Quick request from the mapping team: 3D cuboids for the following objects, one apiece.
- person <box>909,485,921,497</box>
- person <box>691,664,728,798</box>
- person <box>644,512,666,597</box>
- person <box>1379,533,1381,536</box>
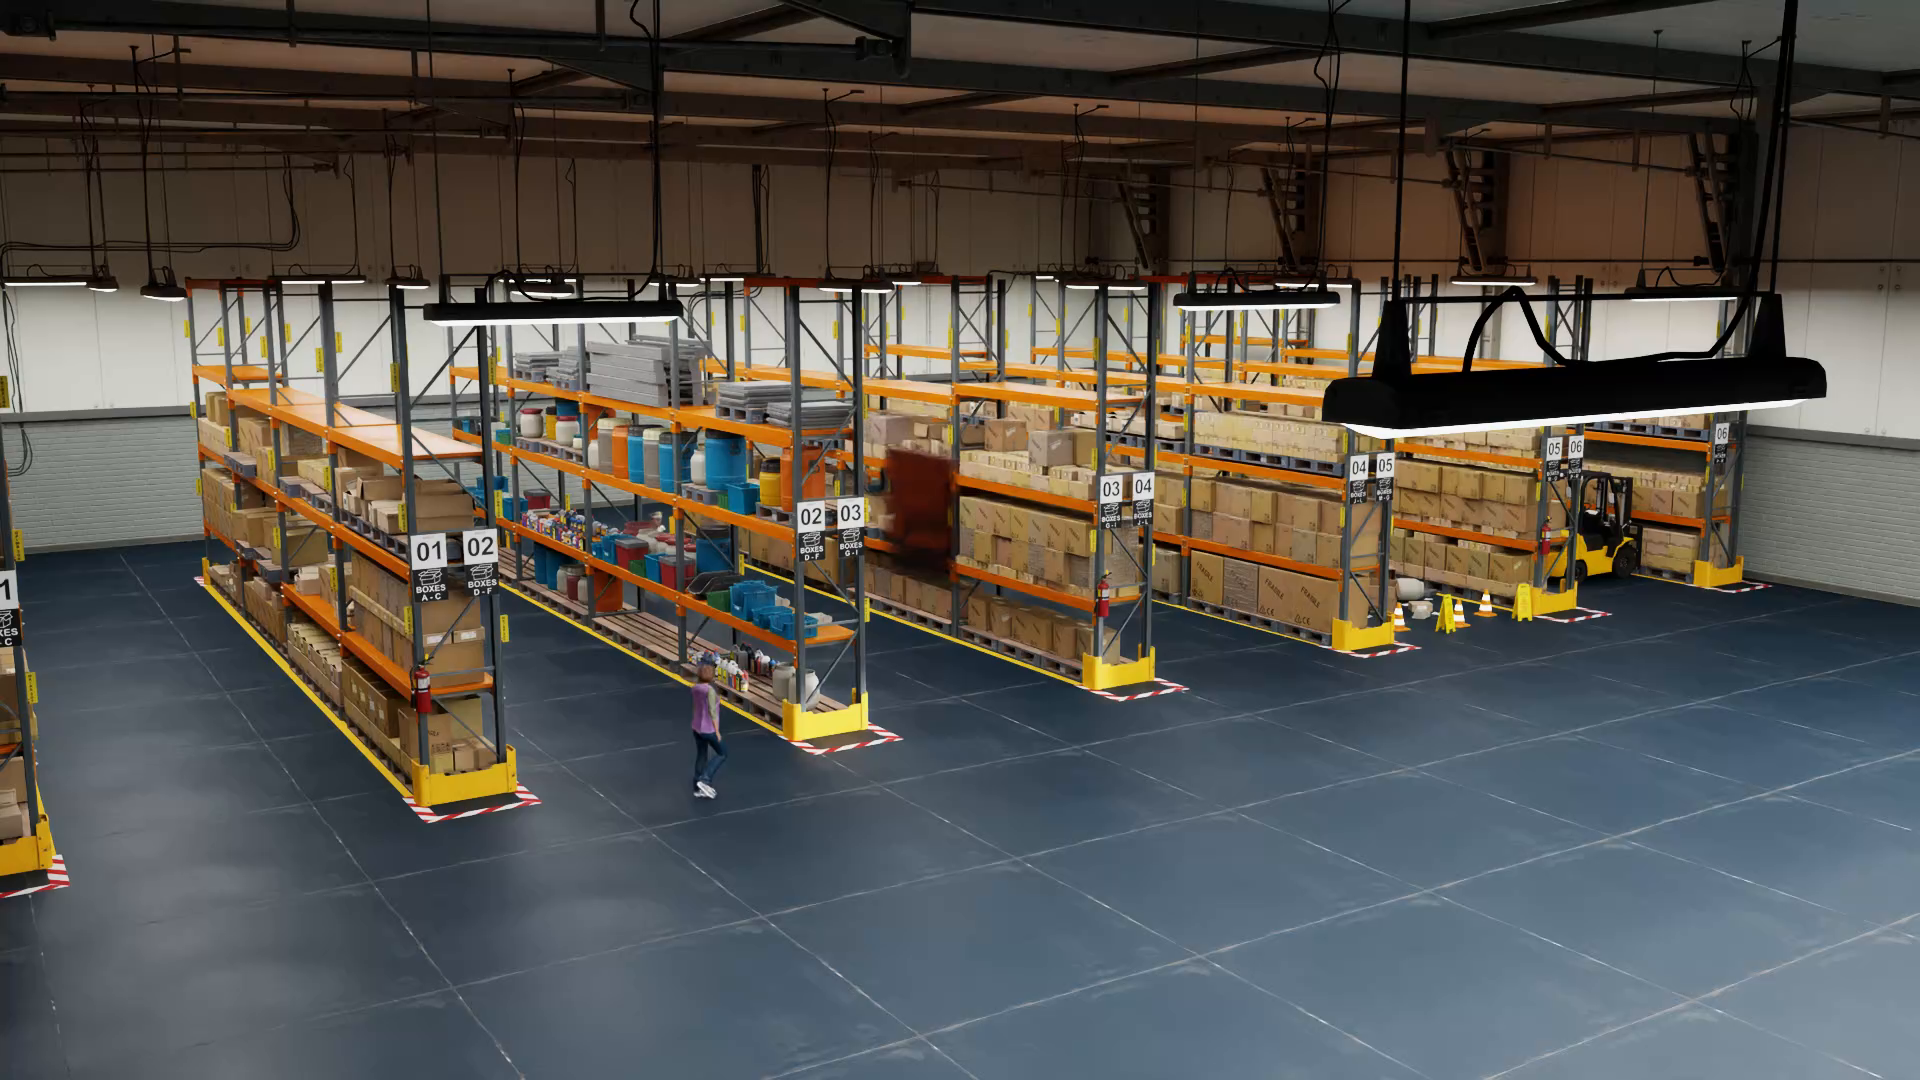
[{"bbox_3d":[-1.138,-1.859,43.991,0.526,1.706,0.431,6,11,32],"label":"person"},{"bbox_3d":[-3.000,2.312,19.708,0.391,1.486,0.447,-9,13,-42],"label":"person"},{"bbox_3d":[-5.666,0.291,30.966,0.554,1.673,1.100,-7,12,-35],"label":"person"},{"bbox_3d":[9.622,-0.960,38.372,0.558,1.746,0.546,7,12,37],"label":"person"}]
